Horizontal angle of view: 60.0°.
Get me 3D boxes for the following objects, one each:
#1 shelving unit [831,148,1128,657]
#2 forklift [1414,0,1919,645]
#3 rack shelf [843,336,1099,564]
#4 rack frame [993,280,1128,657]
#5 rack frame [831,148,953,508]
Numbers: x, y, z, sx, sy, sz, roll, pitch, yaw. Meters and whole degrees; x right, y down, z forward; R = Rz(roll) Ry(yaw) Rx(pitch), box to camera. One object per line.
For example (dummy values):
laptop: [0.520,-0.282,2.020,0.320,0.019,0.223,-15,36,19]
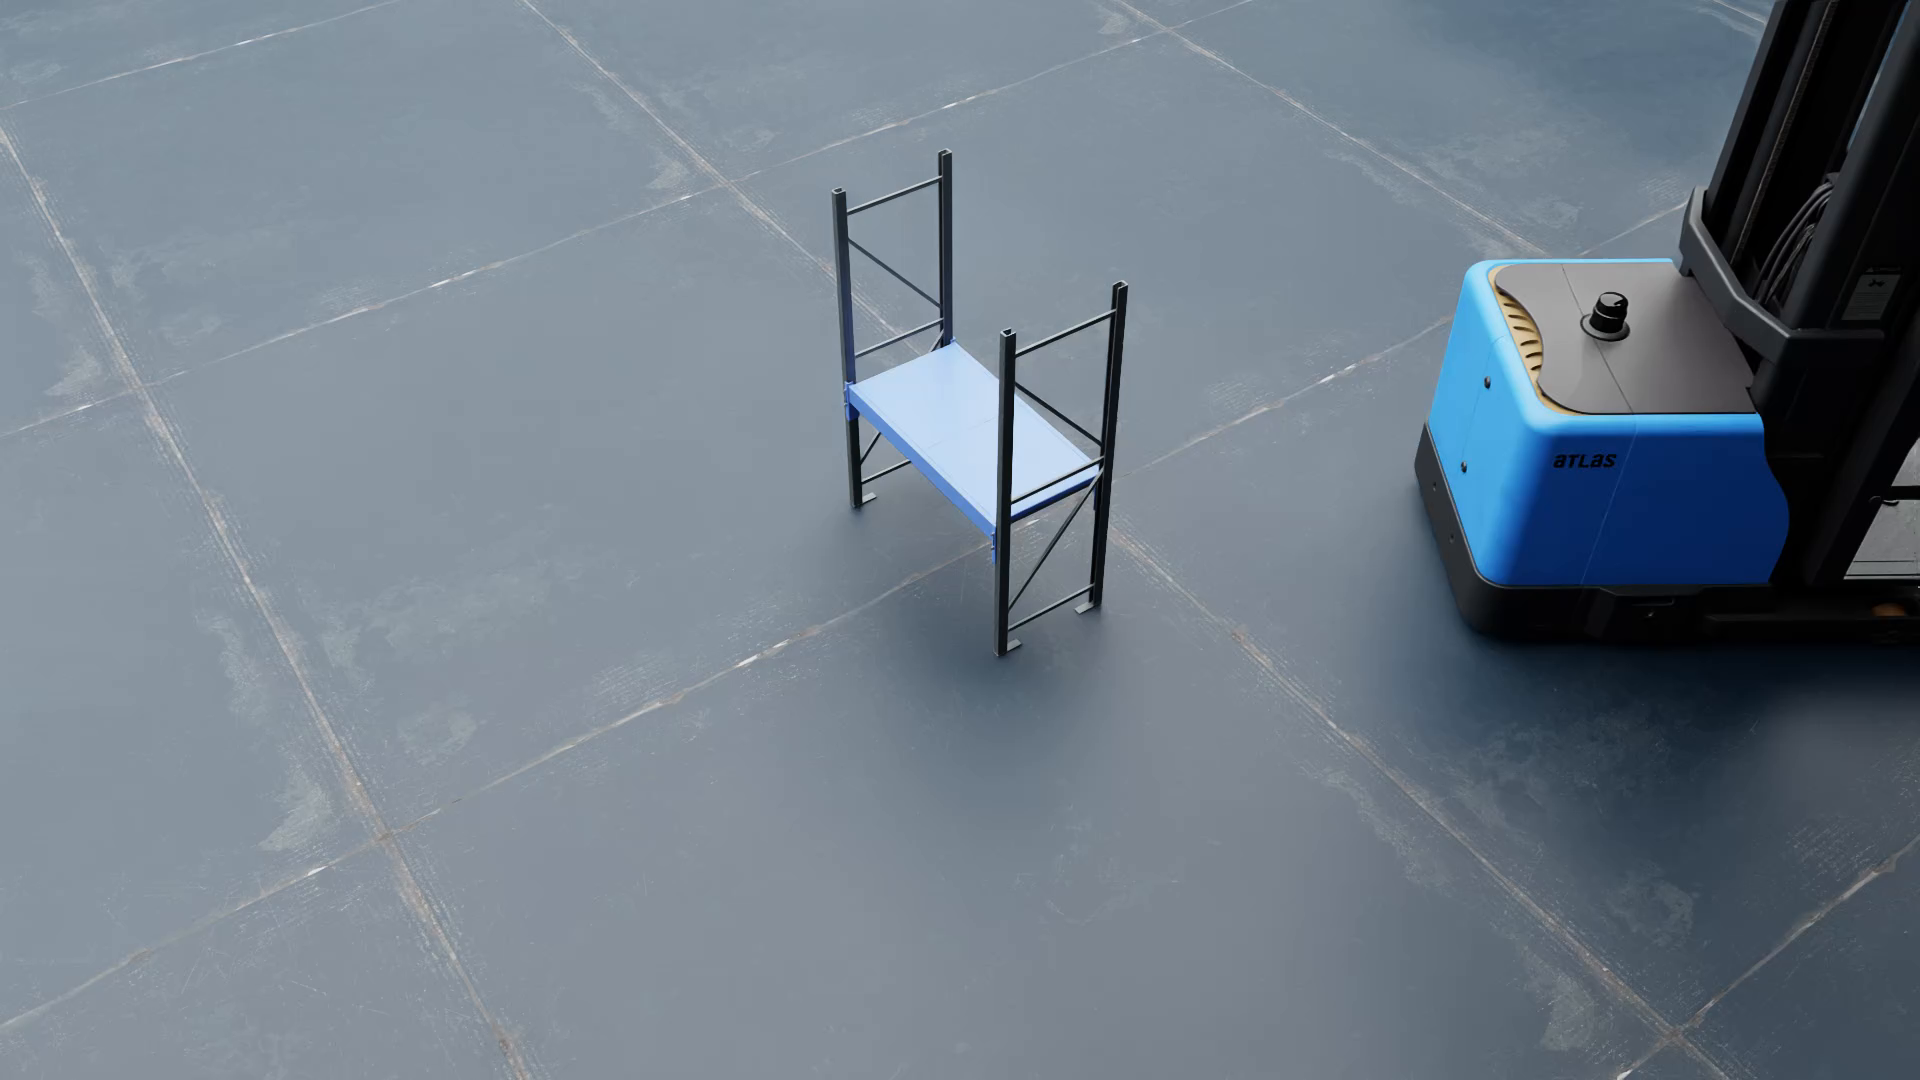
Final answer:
shelving unit: [0.049,-0.494,6.182,0.538,1.500,1.048,-26,49,-24]
forklift: [3.422,-1.032,5.708,3.031,2.935,1.130,-1,44,-1]
rack shelf: [0.049,-0.364,6.306,0.538,0.185,1.000,-26,49,-24]
rack frame: [0.340,-0.206,5.880,0.500,1.500,0.032,-26,49,-24]
rack frame: [-0.242,-0.782,6.483,0.500,1.500,0.032,-26,49,-24]
